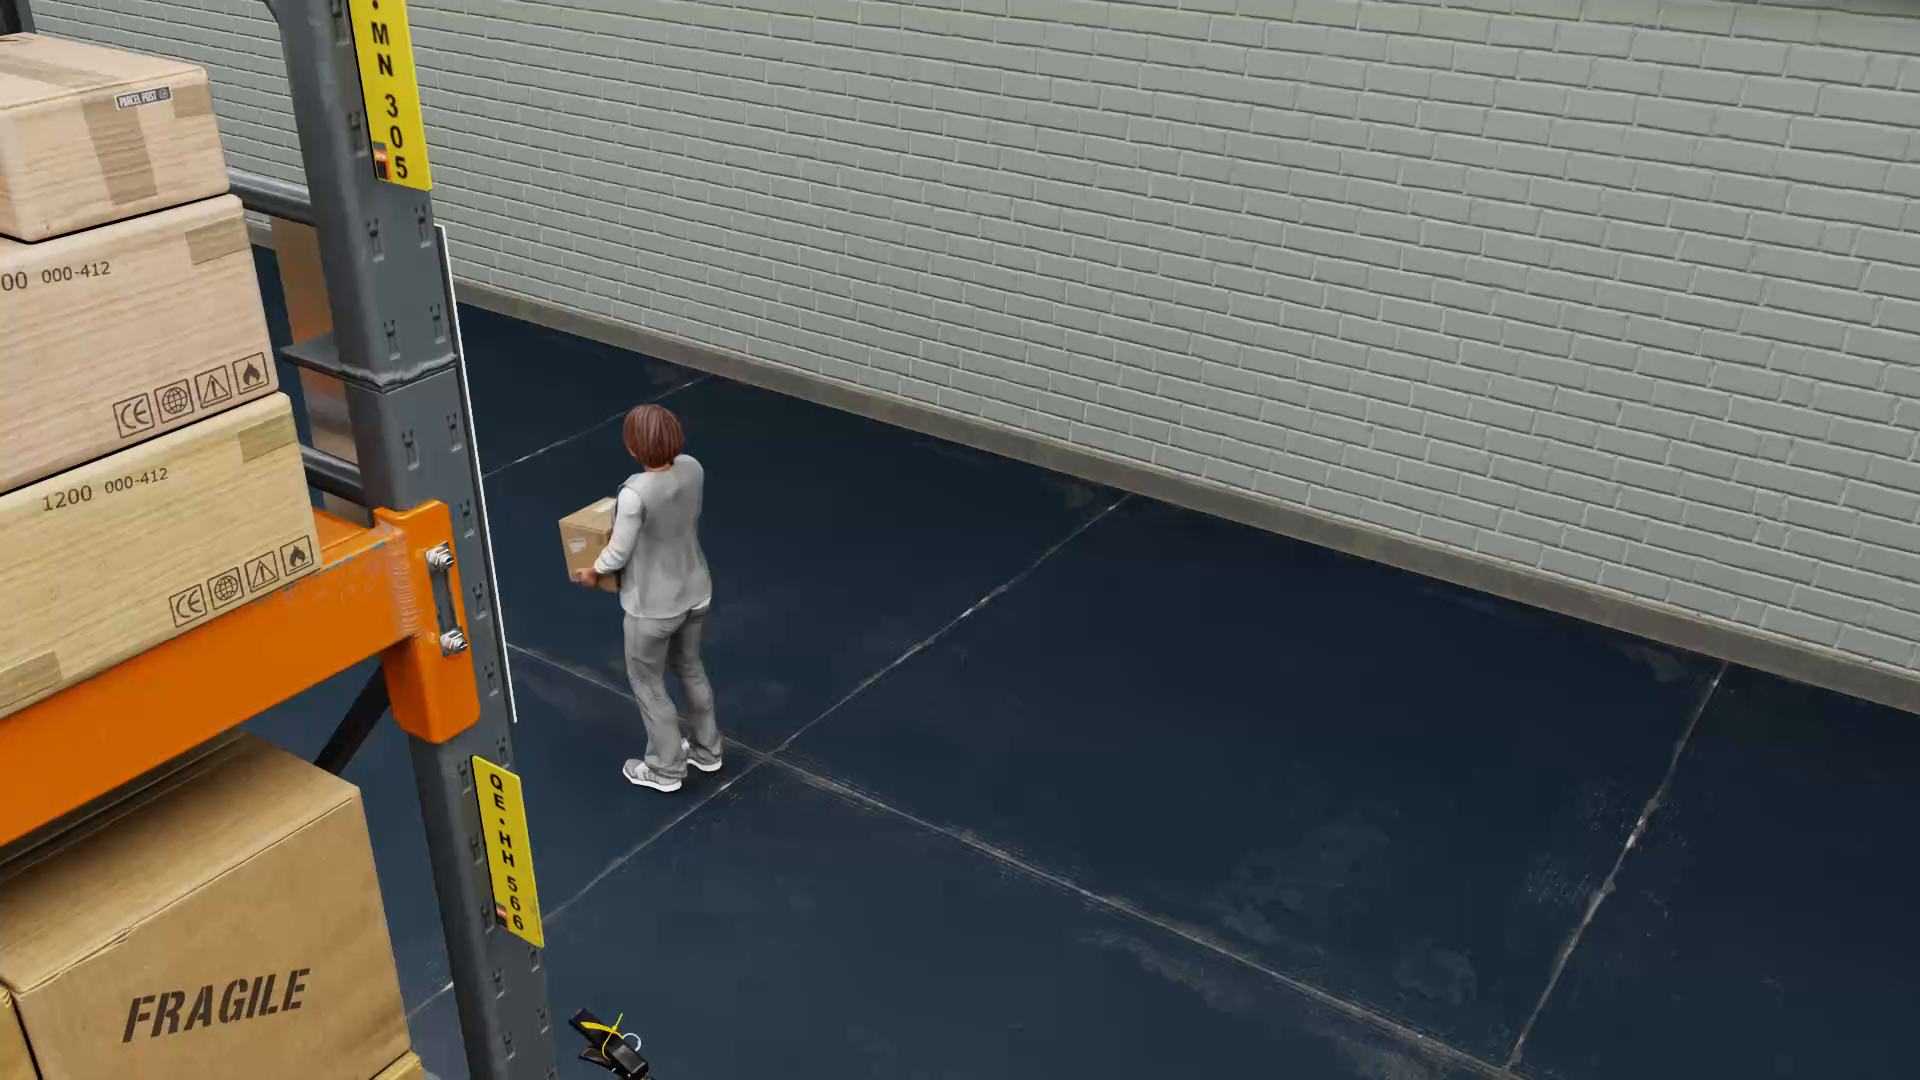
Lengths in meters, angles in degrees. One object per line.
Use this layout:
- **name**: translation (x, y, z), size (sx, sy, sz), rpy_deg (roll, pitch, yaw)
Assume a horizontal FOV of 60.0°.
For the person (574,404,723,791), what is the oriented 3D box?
- **person**: translation (-1.167, 0.204, 6.230), size (0.489, 1.596, 0.425), rpy_deg (17, 32, 30)
